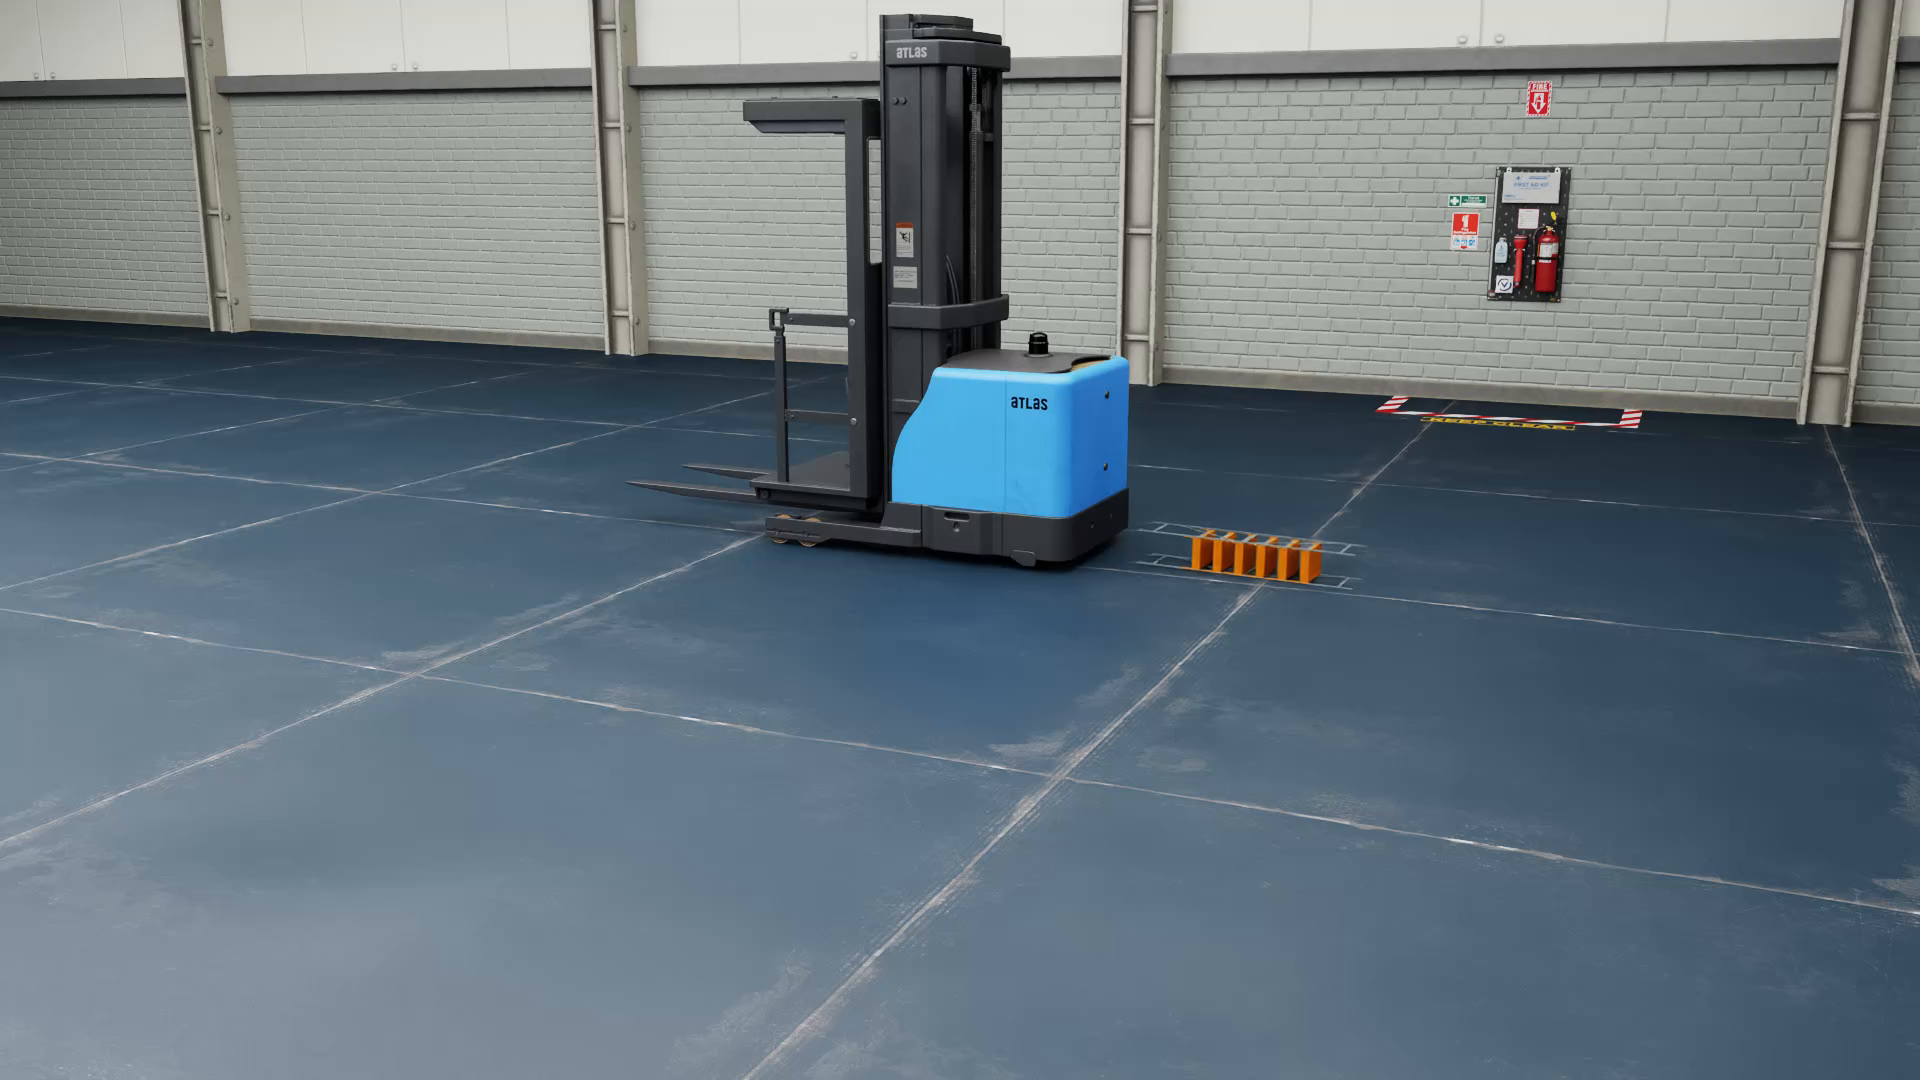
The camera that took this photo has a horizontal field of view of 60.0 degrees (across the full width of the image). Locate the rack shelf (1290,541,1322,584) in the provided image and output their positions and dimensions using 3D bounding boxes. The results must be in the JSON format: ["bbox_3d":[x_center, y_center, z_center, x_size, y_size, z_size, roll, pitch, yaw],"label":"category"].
[{"bbox_3d":[1.846,0.115,8.844,0.103,0.180,0.258,7,15,27],"label":"rack shelf"}]

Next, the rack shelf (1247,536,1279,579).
[{"bbox_3d":[1.633,0.088,8.952,0.103,0.180,0.258,7,15,27],"label":"rack shelf"}]

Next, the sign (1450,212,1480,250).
[{"bbox_3d":[4.531,-2.771,14.919,0.234,0.329,0.001,6,14,23],"label":"sign"}]

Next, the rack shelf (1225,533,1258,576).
[{"bbox_3d":[1.527,0.075,9.007,0.103,0.180,0.258,7,15,27],"label":"rack shelf"}]

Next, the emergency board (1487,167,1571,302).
[{"bbox_3d":[4.994,-2.681,14.613,0.643,1.169,0.194,6,14,23],"label":"emergency board"}]

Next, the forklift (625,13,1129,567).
[{"bbox_3d":[-0.569,-1.489,9.685,3.031,2.935,1.130,6,15,25],"label":"forklift"}]

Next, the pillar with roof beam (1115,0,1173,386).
[{"bbox_3d":[0.009,-5.021,11.453,0.400,9.000,9.100,6,14,23],"label":"pillar with roof beam"}]

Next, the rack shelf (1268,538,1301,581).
[{"bbox_3d":[1.740,0.102,8.898,0.103,0.180,0.258,7,15,27],"label":"rack shelf"}]

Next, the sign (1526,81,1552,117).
[{"bbox_3d":[5.027,-3.831,14.440,0.199,0.298,0.001,6,14,23],"label":"sign"}]

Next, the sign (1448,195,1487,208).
[{"bbox_3d":[4.531,-3.026,14.848,0.331,0.109,0.001,6,14,23],"label":"sign"}]

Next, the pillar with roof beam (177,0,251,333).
[{"bbox_3d":[-10.963,-6.131,16.185,0.400,9.000,9.100,6,14,23],"label":"pillar with roof beam"}]

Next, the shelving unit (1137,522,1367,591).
[{"bbox_3d":[1.567,0.080,8.987,1.200,0.189,0.258,7,15,27],"label":"shelving unit"}]

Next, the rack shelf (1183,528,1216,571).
[{"bbox_3d":[1.315,0.048,9.115,0.103,0.180,0.258,7,15,27],"label":"rack shelf"}]

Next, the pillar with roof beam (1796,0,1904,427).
[{"bbox_3d":[5.495,-4.466,9.087,0.400,9.000,9.100,6,14,23],"label":"pillar with roof beam"}]

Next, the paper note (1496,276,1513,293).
[{"bbox_3d":[4.861,-2.283,14.845,0.142,0.148,0.016,6,14,23],"label":"paper note"}]

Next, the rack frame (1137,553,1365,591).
[{"bbox_3d":[1.566,0.169,9.008,1.200,0.006,0.240,7,15,27],"label":"rack frame"}]

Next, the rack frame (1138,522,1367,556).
[{"bbox_3d":[1.567,-0.009,8.965,1.200,0.006,0.240,7,15,27],"label":"rack frame"}]

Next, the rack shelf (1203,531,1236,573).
[{"bbox_3d":[1.421,0.061,9.061,0.103,0.180,0.258,7,15,27],"label":"rack shelf"}]

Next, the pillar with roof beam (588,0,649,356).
[{"bbox_3d":[-5.477,-5.576,13.819,0.400,9.000,9.100,6,14,23],"label":"pillar with roof beam"}]
